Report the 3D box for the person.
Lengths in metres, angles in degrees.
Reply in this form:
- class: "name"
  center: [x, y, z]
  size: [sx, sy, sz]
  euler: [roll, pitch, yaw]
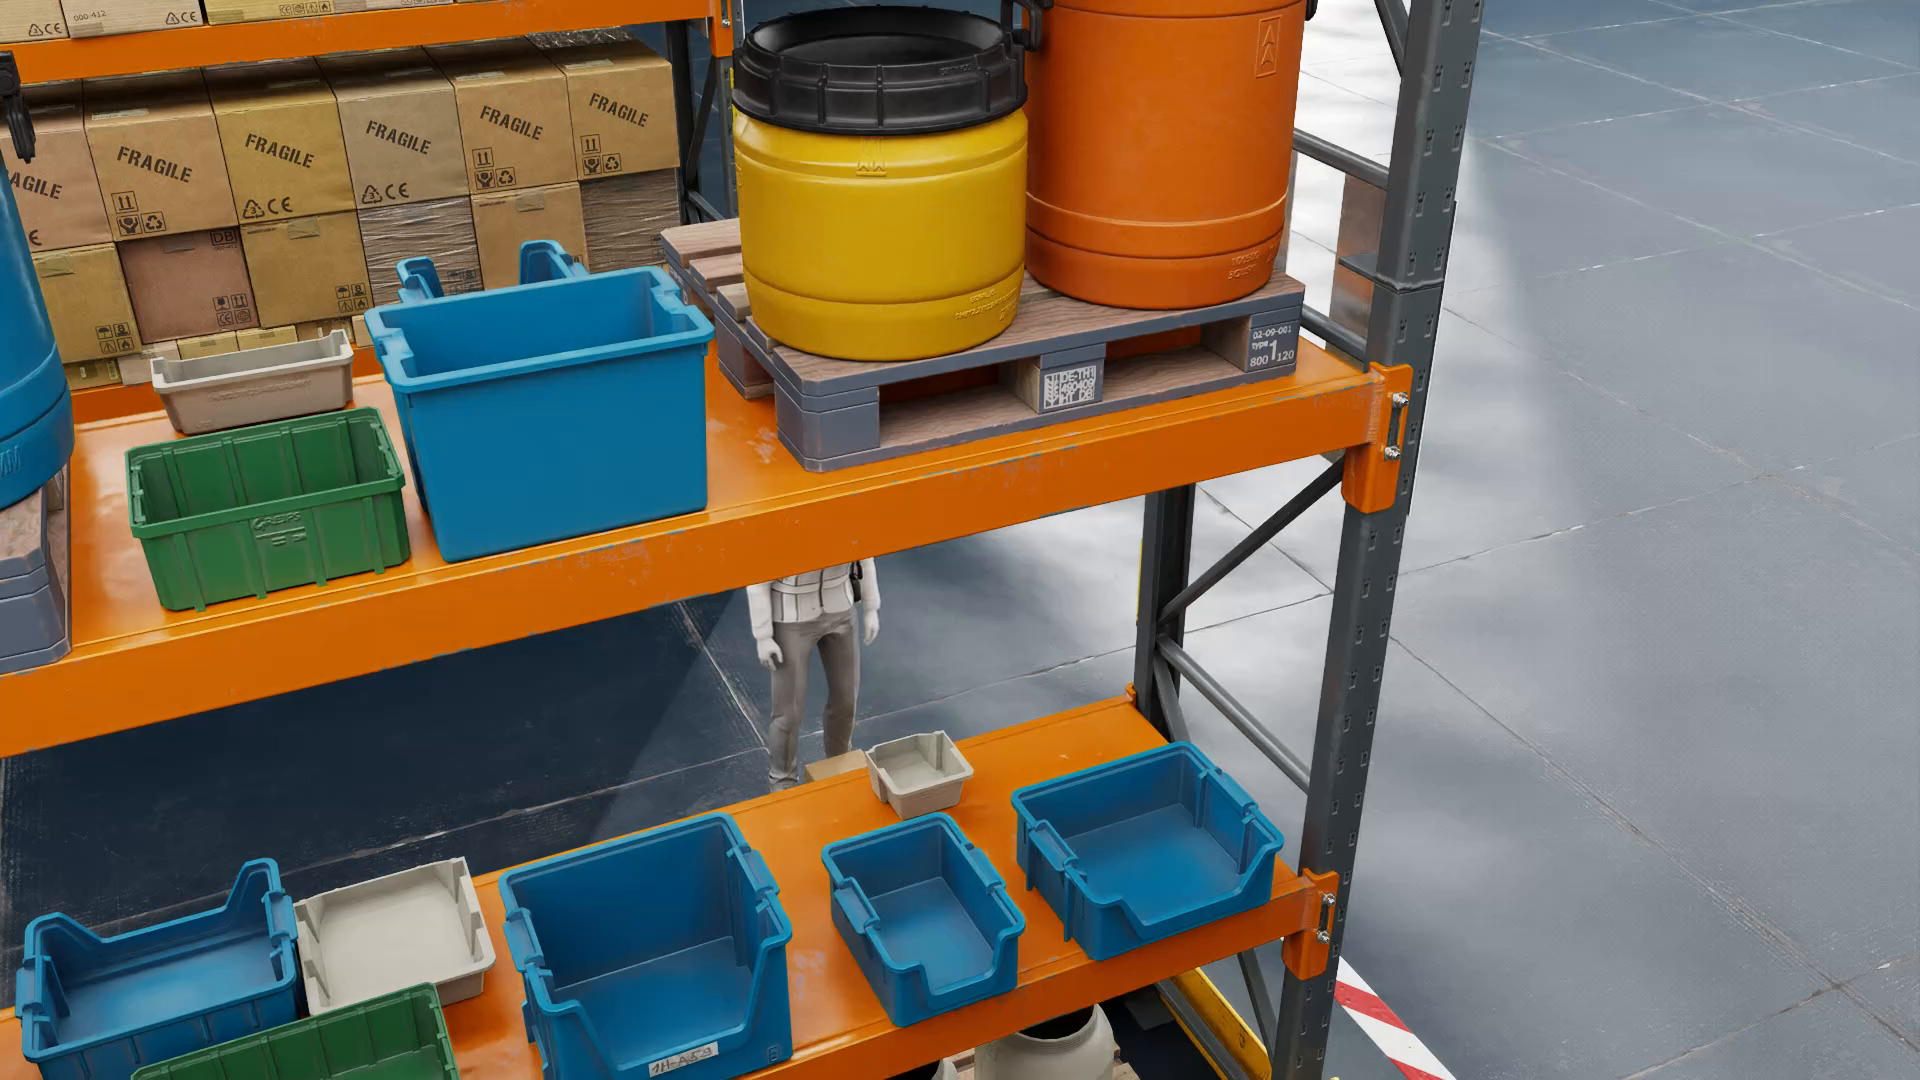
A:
- class: "person"
  center: [-0.564, 0.326, 6.550]
  size: [0.539, 1.663, 0.376]
  euler: [-14, 32, -23]
